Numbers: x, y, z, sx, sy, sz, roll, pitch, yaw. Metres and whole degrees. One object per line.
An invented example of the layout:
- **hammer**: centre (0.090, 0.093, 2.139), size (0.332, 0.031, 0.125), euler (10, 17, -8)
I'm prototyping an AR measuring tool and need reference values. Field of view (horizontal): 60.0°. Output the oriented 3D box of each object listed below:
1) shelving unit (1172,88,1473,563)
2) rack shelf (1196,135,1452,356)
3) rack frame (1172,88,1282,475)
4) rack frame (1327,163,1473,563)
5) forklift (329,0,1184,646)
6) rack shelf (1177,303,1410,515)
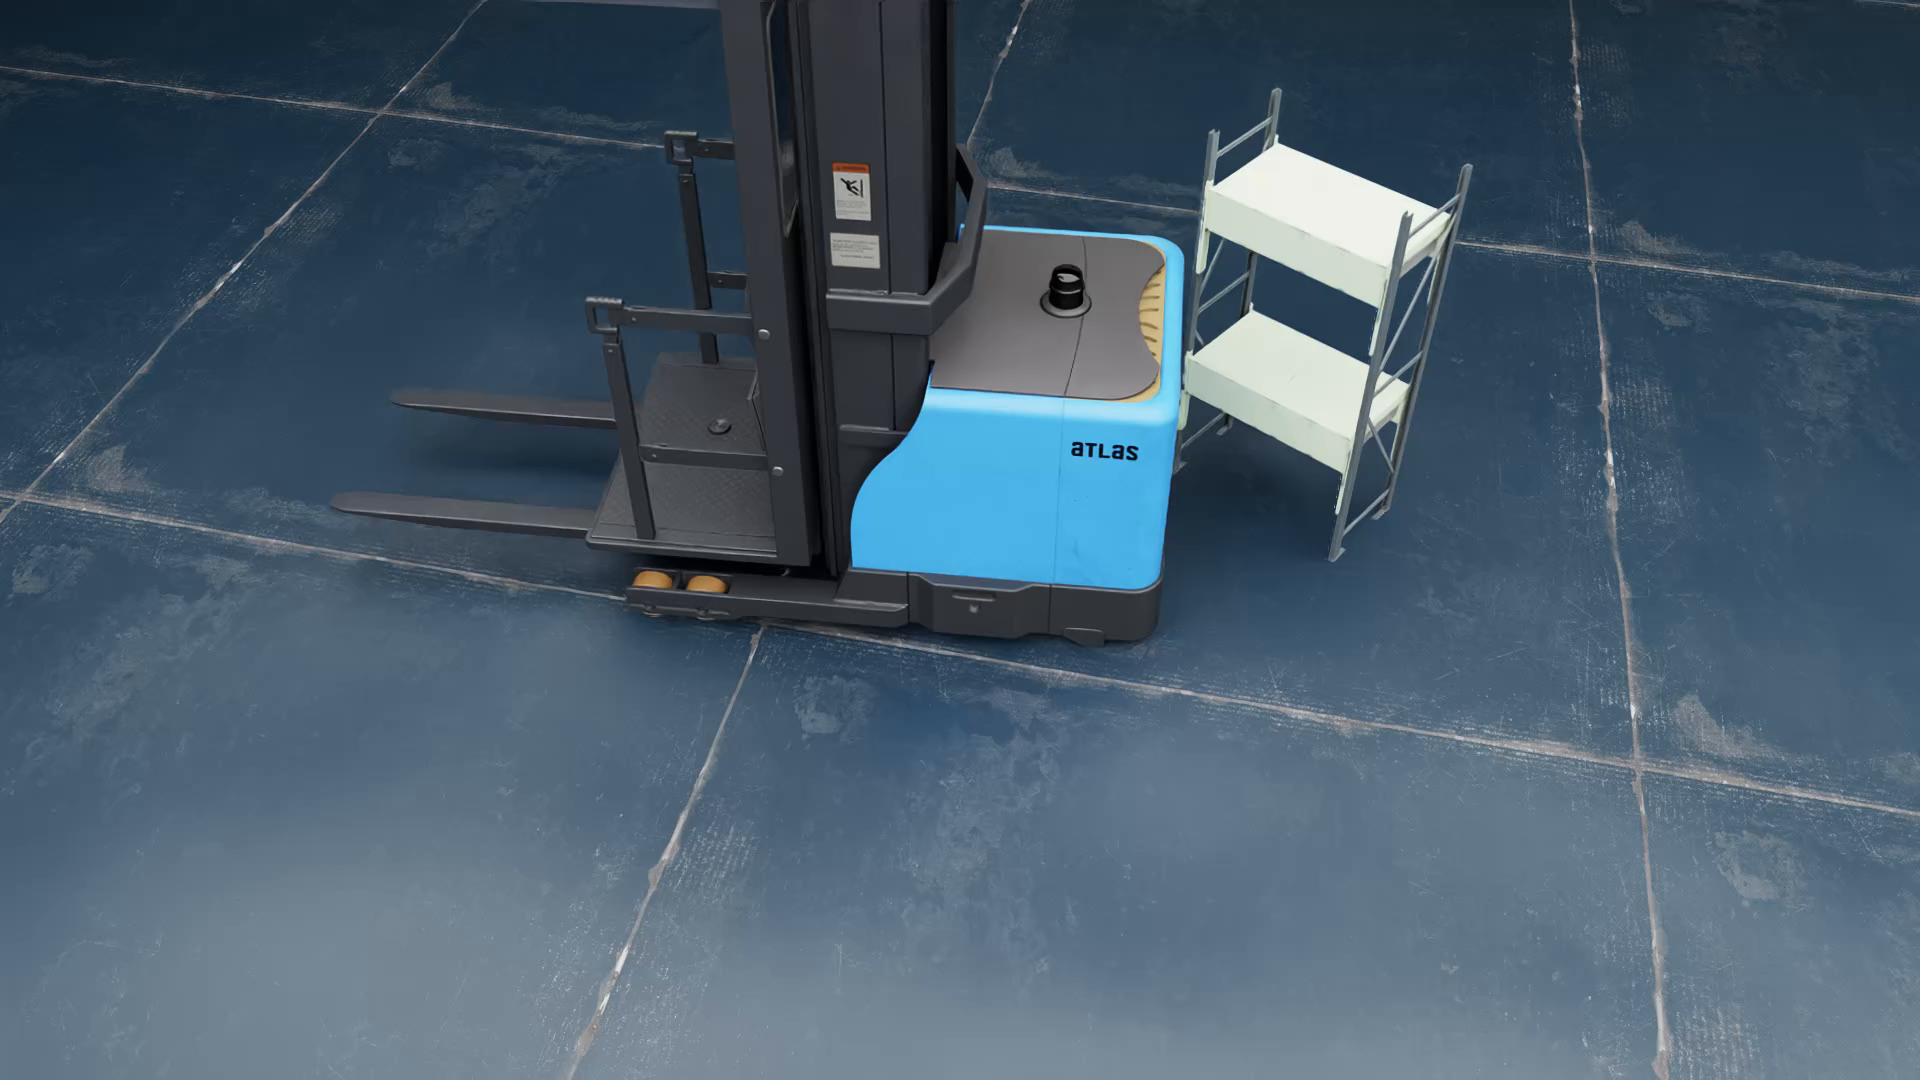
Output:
- **shelving unit**: centre (1.233, -0.732, 5.929), size (0.755, 1.500, 0.431), euler (32, 52, 29)
- **rack shelf**: centre (1.233, -1.013, 5.658), size (0.720, 0.370, 0.431), euler (32, 52, 29)
- **rack frame**: centre (0.961, -0.901, 6.105), size (0.023, 1.500, 0.400), euler (32, 52, 29)
- **rack frame**: centre (1.505, -0.562, 5.753), size (0.023, 1.500, 0.400), euler (32, 52, 29)
- **forklift**: centre (-0.760, -1.128, 5.309), size (3.031, 2.935, 1.130), euler (5, 44, 5)
- **rack shelf**: centre (1.233, -0.497, 6.155), size (0.720, 0.370, 0.431), euler (32, 52, 29)
